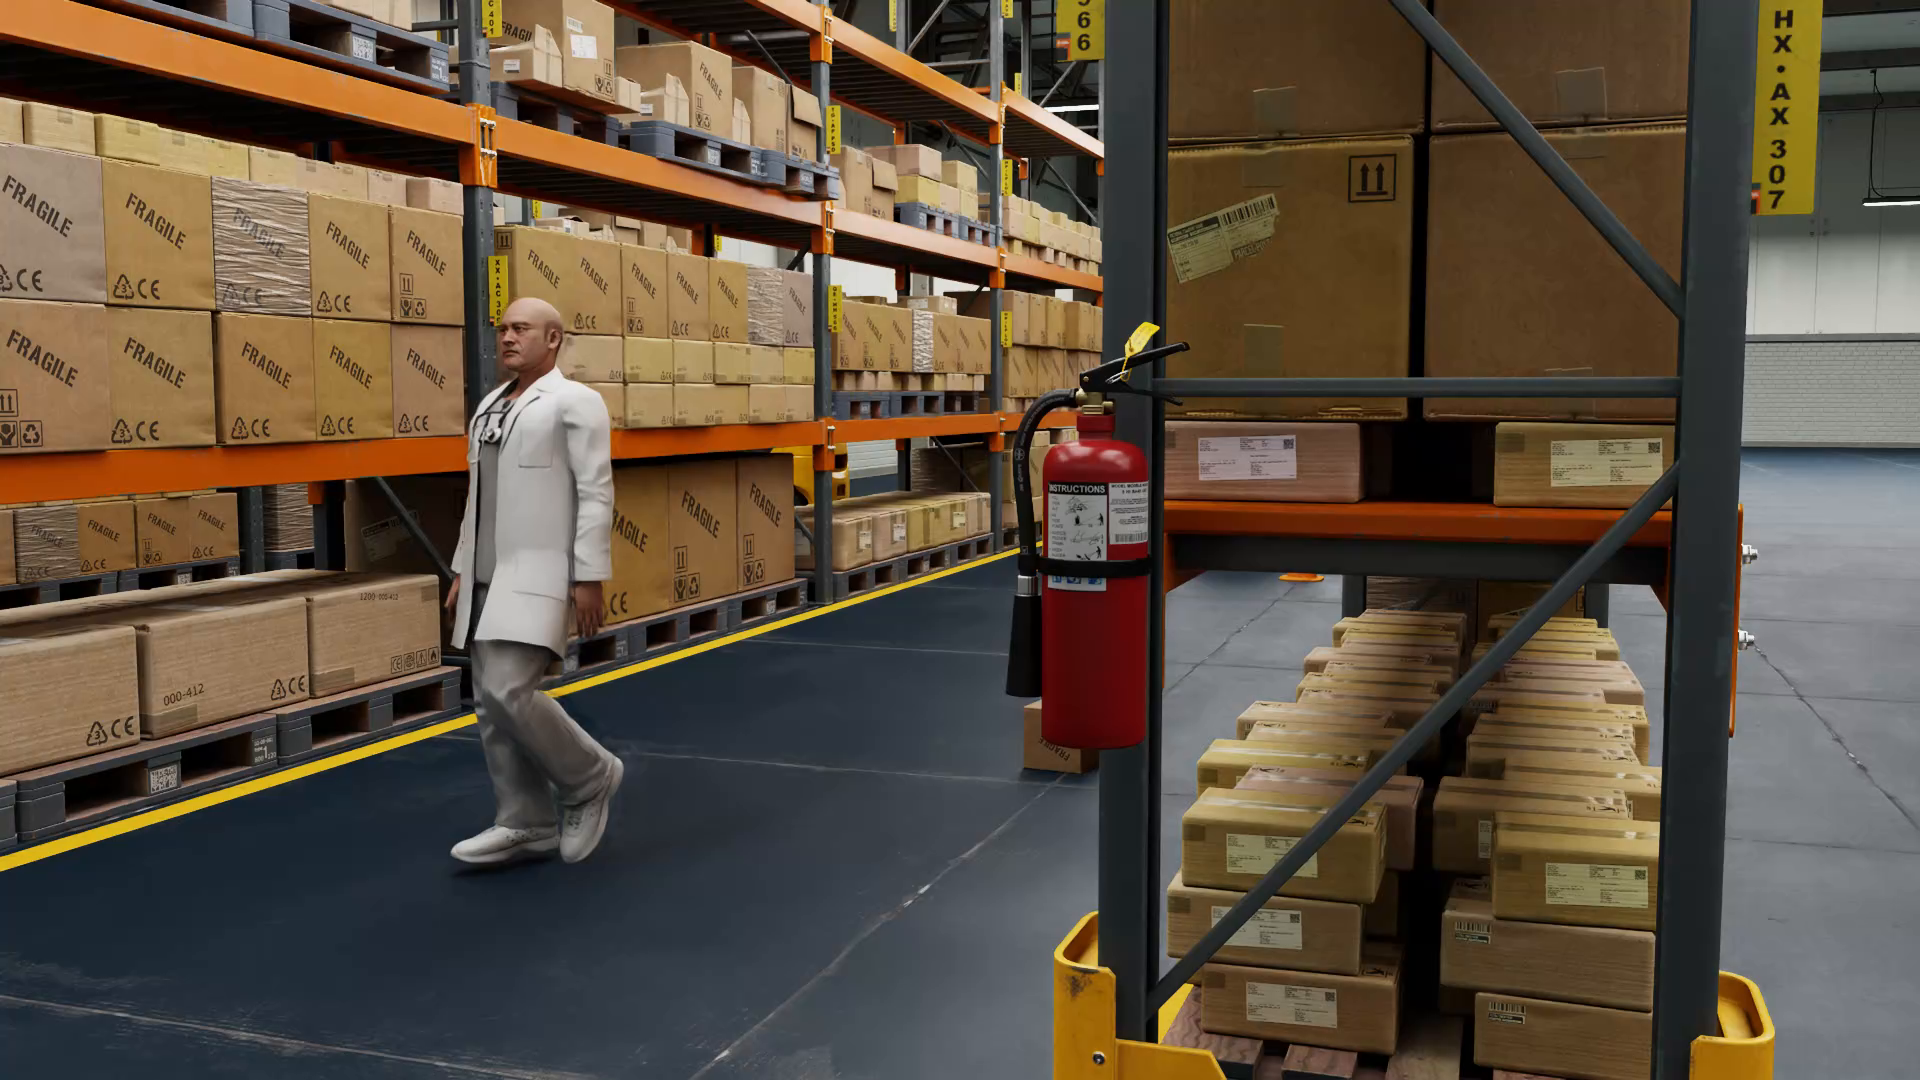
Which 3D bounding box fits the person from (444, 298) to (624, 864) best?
[{"bbox_3d":[-1.368,0.237,5.239,0.593,1.570,0.534,4,6,39],"label":"person"}]
